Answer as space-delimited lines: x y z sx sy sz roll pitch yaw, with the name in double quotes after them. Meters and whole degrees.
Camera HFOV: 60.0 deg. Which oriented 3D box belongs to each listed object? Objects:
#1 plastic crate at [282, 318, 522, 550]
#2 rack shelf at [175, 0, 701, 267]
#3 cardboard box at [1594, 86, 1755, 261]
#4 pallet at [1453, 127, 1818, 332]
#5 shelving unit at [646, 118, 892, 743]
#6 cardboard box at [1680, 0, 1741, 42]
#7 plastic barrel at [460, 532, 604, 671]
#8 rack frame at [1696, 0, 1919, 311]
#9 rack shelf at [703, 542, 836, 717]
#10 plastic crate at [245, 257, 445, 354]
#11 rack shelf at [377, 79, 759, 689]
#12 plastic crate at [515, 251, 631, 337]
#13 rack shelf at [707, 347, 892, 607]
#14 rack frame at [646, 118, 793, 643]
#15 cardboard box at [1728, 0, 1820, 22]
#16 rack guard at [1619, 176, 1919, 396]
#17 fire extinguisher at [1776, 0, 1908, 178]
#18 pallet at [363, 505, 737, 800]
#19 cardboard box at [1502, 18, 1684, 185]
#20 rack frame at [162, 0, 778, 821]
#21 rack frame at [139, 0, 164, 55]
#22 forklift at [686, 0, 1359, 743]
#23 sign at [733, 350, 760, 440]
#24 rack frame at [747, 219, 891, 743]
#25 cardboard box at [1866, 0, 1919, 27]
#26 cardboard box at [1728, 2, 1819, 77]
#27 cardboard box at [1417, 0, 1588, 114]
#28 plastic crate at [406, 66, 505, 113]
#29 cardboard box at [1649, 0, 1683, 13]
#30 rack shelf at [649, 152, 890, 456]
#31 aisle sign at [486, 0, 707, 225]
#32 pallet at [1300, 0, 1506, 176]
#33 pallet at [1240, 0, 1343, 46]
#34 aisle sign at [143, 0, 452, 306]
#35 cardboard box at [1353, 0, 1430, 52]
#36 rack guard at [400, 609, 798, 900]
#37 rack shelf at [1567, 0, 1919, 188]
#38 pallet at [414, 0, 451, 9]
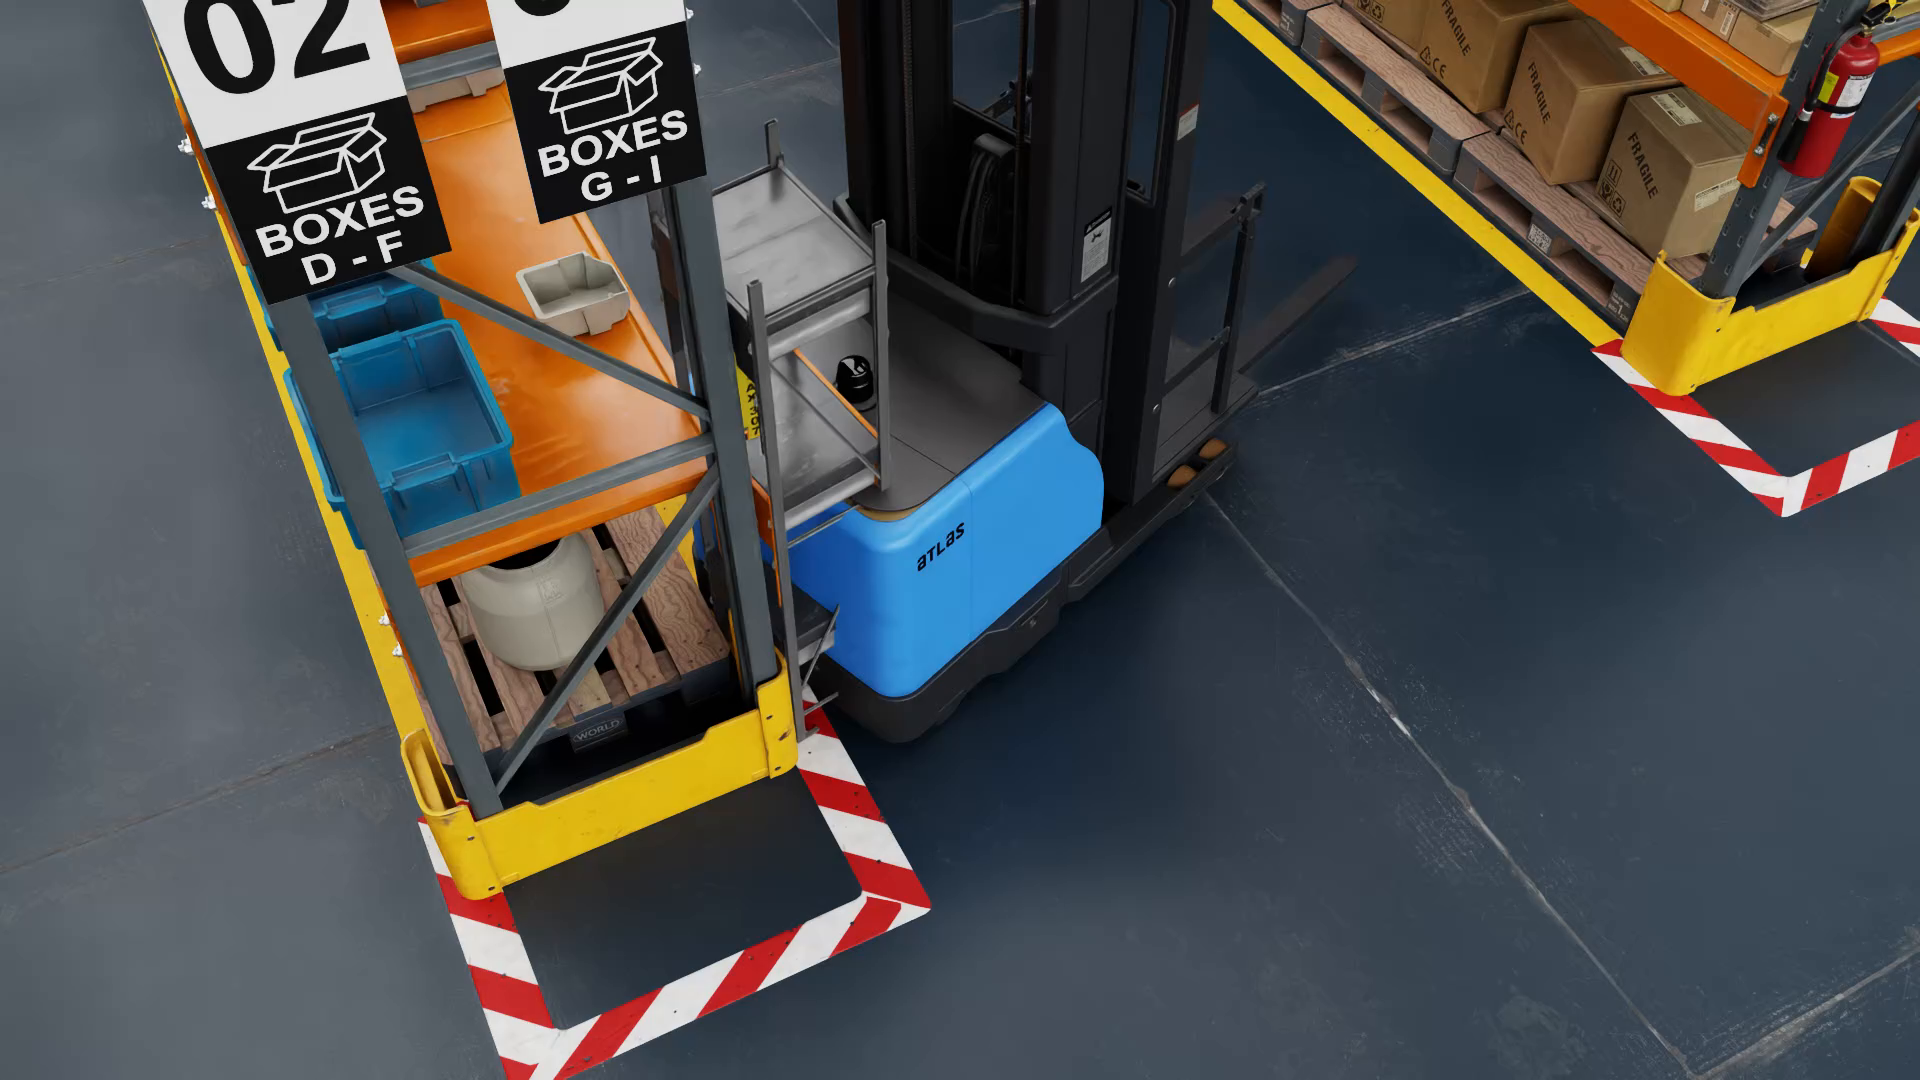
-1.539 -0.296 4.615 0.499 0.251 0.616 -21 52 -18 "plastic crate"
-1.959 -2.203 4.669 1.077 0.370 4.000 -21 52 -18 "rack shelf"
3.089 -1.559 7.002 0.500 0.500 0.500 -13 50 -11 "cardboard box"
2.985 -1.508 7.429 1.003 0.211 1.213 -21 52 -18 "pallet"
-0.517 -0.211 5.005 0.431 2.100 0.503 -30 58 -23 "shelving unit"
2.932 -2.024 6.194 0.380 0.149 0.250 -21 52 -18 "cardboard box"
-1.413 0.153 5.497 0.421 0.512 0.421 0 49 0 "plastic barrel"
3.360 -1.819 5.849 1.000 3.000 0.127 -21 52 -18 "rack frame"
-0.533 0.230 5.566 0.431 0.518 0.480 -30 58 -23 "rack shelf"
-1.831 -0.733 4.997 0.499 0.251 0.408 -21 52 -18 "plastic crate"
-1.959 -1.215 5.798 1.077 0.370 4.000 -21 52 -18 "rack shelf"
-1.168 -0.736 5.077 0.298 0.136 0.250 -21 52 -18 "plastic crate"
-0.518 -0.202 5.016 0.431 0.518 0.480 -30 58 -23 "rack shelf"
-0.664 -0.366 5.123 0.400 2.100 0.015 -30 58 -23 "rack frame"
3.133 -2.328 6.029 0.875 0.500 0.500 -21 52 -18 "cardboard box"
3.325 -1.047 6.834 1.175 0.500 0.348 -21 52 -18 "rack guard"
3.002 -1.559 5.672 0.296 0.674 0.183 -21 52 -18 "fire extinguisher"
-1.488 0.224 5.914 1.003 0.211 1.213 -21 52 -18 "pallet"
2.785 -1.947 7.342 0.500 0.500 0.500 -9 49 -8 "cardboard box"
-1.044 -0.113 4.356 1.000 3.000 0.127 -21 52 -18 "rack frame"
-1.044 -2.089 2.098 1.000 3.000 0.127 -21 52 -18 "rack frame"
0.419 -1.317 5.455 1.130 2.935 3.031 34 57 26 "forklift"
-0.553 -0.391 4.415 0.100 0.325 0.005 -21 52 -18 "sign"
-0.371 -0.055 4.887 0.400 2.100 0.015 -30 58 -23 "rack frame"
3.441 -2.010 6.182 0.380 0.149 0.250 -21 52 -18 "cardboard box"
3.046 -1.856 6.048 0.380 0.149 0.250 -21 52 -18 "cardboard box"
2.515 -2.372 7.714 0.500 0.500 0.500 -17 51 -14 "cardboard box"
-1.906 -1.704 5.923 0.530 0.136 0.437 -21 52 -18 "plastic crate"
2.772 -2.174 6.325 0.380 0.149 0.250 -21 52 -18 "cardboard box"
-0.503 -0.634 4.465 0.431 0.518 0.480 -30 58 -23 "rack shelf"
-0.751 -1.022 3.424 0.394 0.787 0.004 -21 52 -18 "aisle sign"
2.430 -2.324 8.142 1.003 0.211 1.213 -21 52 -18 "pallet"
1.868 -3.141 8.857 1.003 0.211 1.213 -21 52 -18 "pallet"
-1.275 -0.819 3.246 0.394 0.787 0.004 -21 52 -18 "aisle sign"
2.300 -2.761 8.054 0.500 0.500 0.500 -26 54 -21 "cardboard box"
-1.121 0.675 5.328 1.175 0.500 0.348 -21 52 -18 "rack guard"
2.445 -2.921 7.290 1.077 0.370 4.000 -21 52 -18 "rack shelf"
-1.336 -1.626 3.812 1.003 0.211 1.213 -21 52 -18 "pallet"
